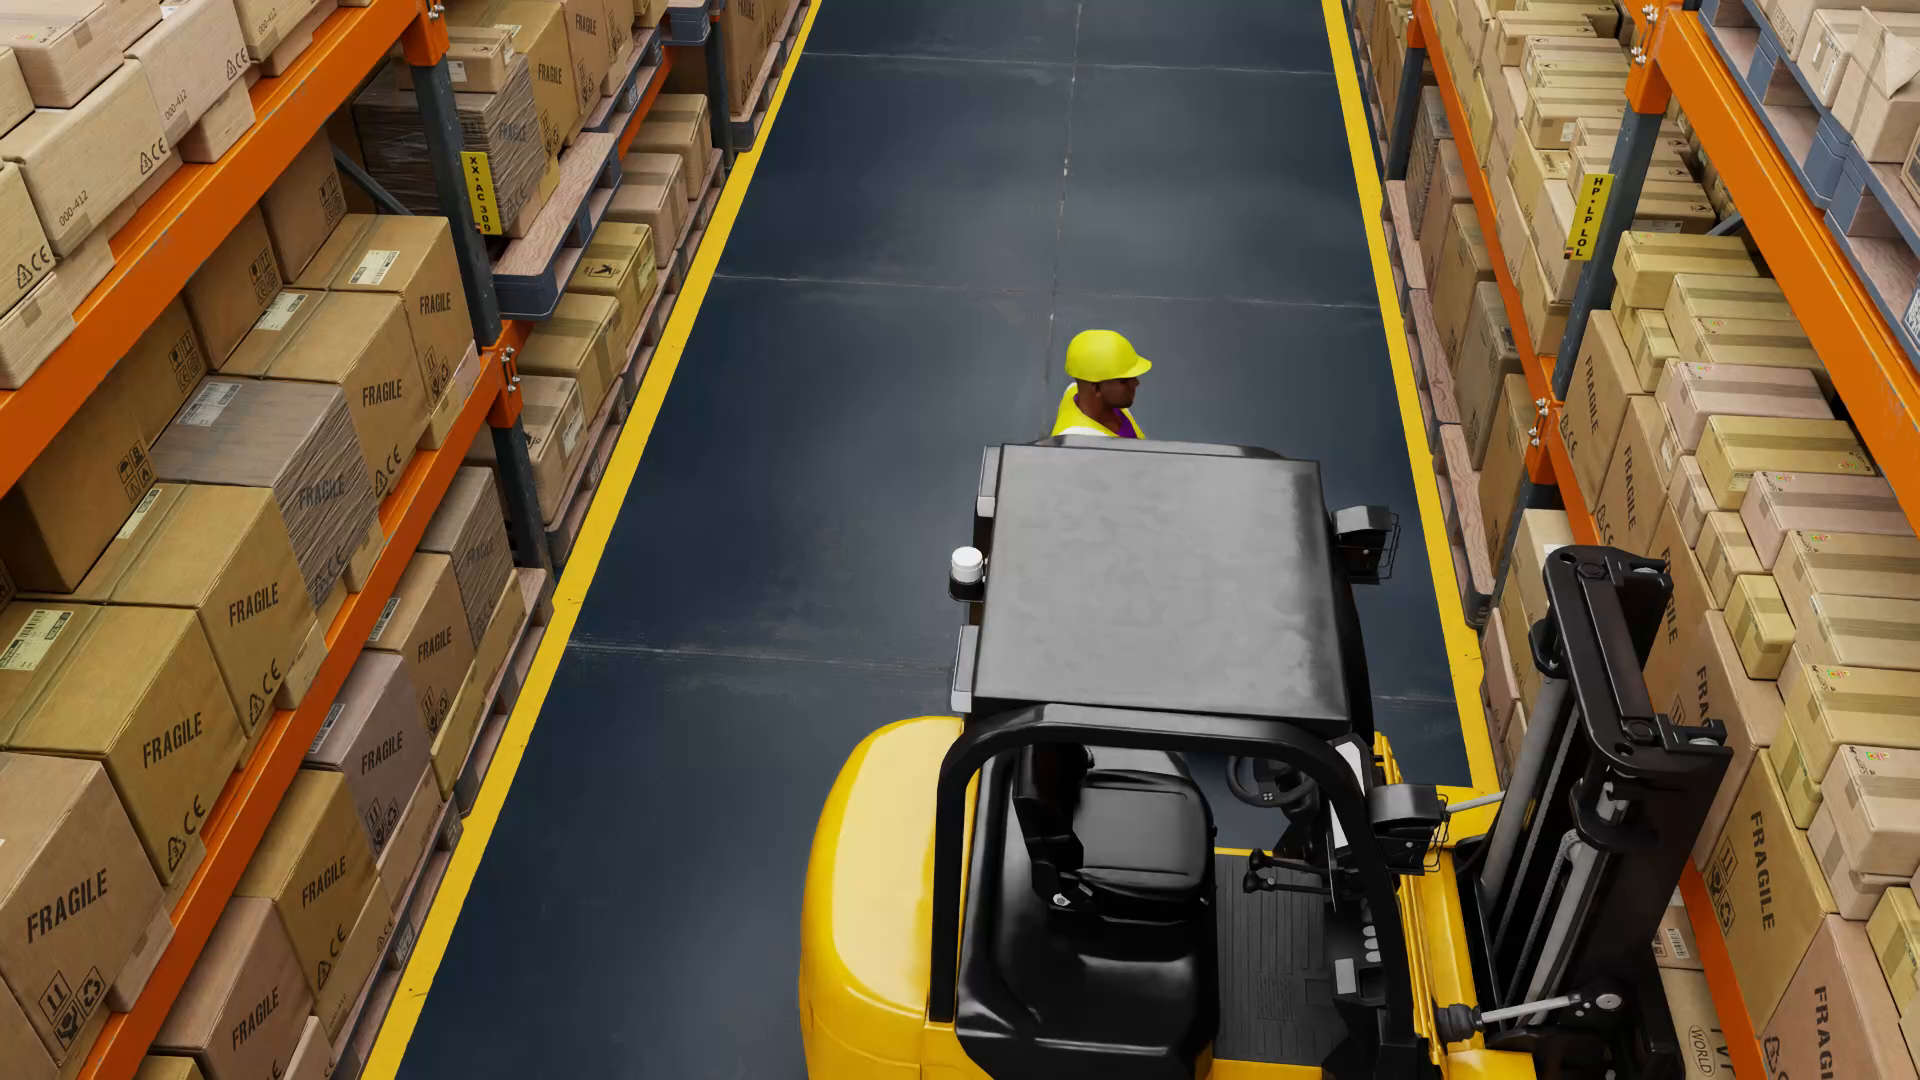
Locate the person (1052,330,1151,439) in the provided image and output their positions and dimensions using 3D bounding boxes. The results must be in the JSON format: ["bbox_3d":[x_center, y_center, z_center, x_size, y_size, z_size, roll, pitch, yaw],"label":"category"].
[{"bbox_3d":[0.503,0.013,6.092,0.364,1.770,0.576,7,40,8],"label":"person"}]
